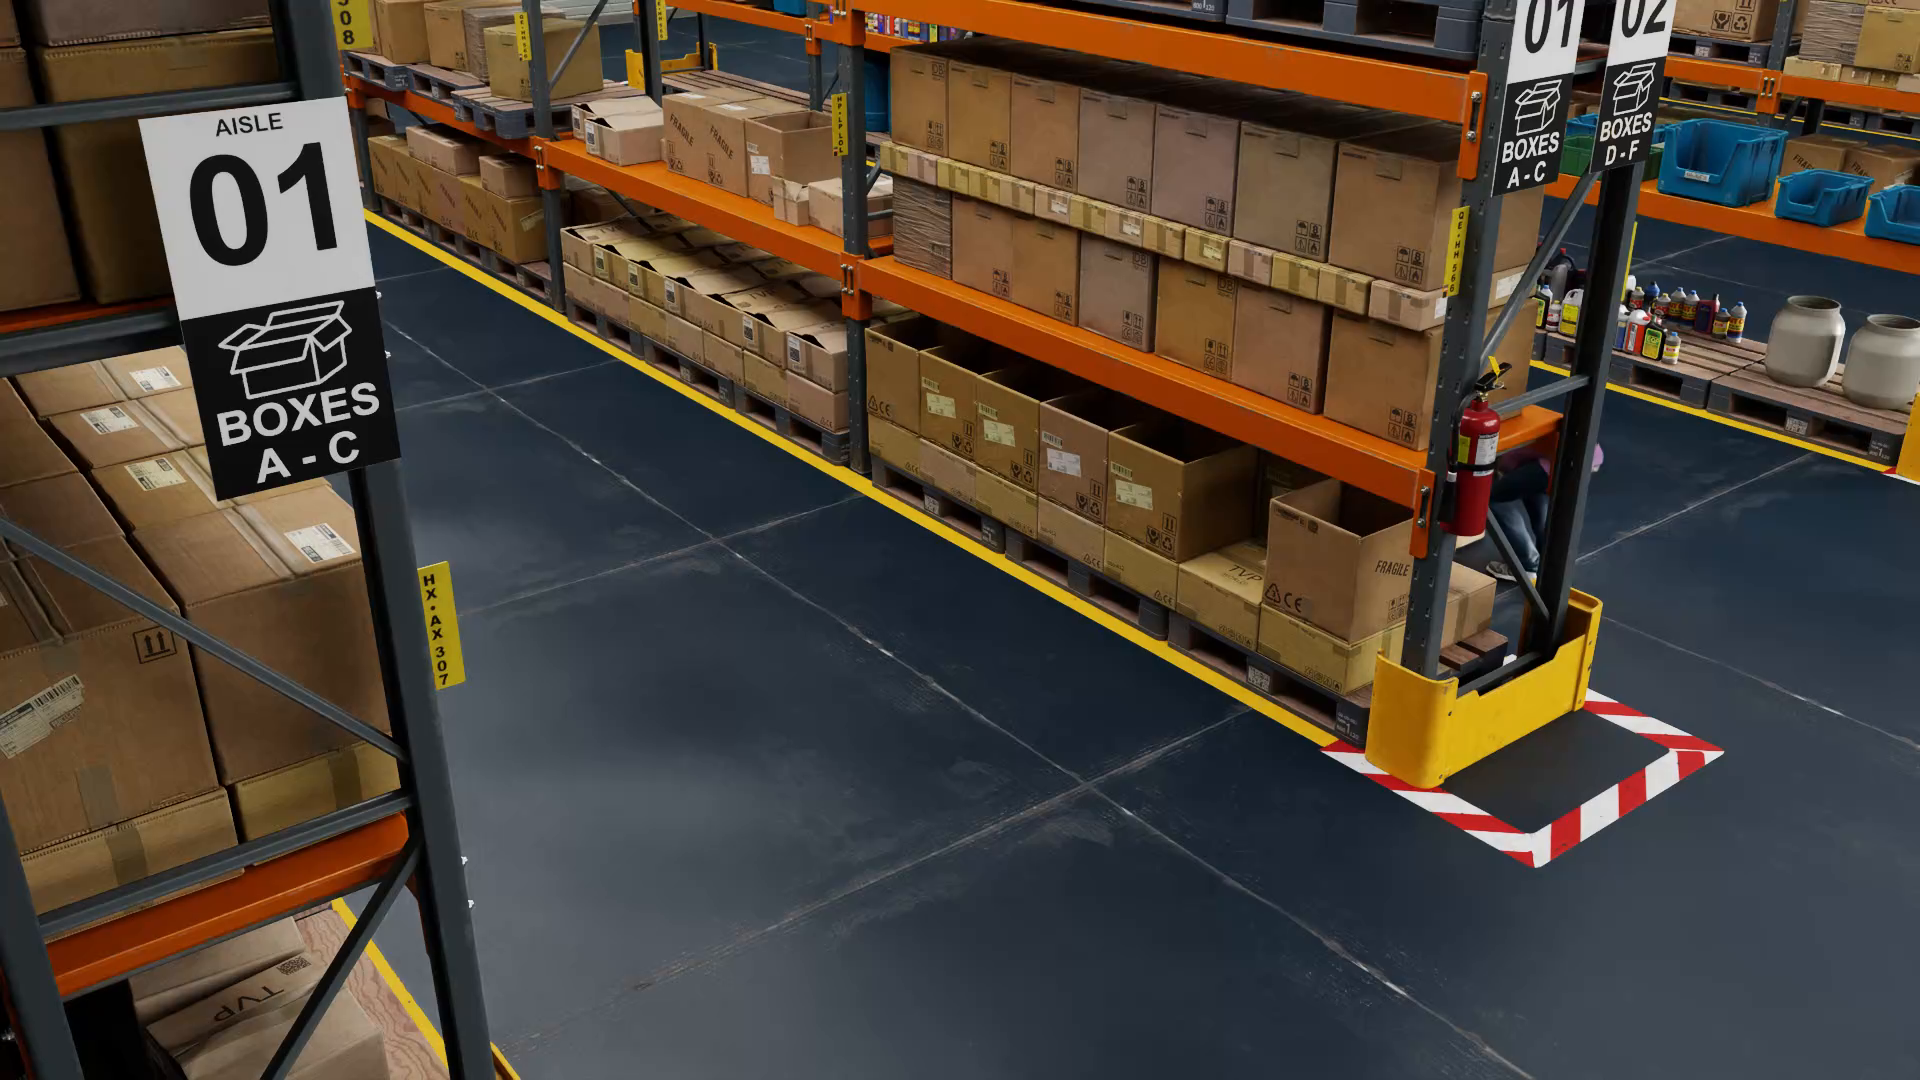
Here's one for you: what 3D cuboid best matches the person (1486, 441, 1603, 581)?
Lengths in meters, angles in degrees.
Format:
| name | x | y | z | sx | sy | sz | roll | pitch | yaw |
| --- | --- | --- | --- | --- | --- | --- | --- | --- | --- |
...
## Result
| name | x | y | z | sx | sy | sz | roll | pitch | yaw |
| --- | --- | --- | --- | --- | --- | --- | --- | --- | --- |
| person | 2.825 | -0.262 | 8.528 | 0.427 | 0.860 | 0.853 | -20 | 32 | -37 |
